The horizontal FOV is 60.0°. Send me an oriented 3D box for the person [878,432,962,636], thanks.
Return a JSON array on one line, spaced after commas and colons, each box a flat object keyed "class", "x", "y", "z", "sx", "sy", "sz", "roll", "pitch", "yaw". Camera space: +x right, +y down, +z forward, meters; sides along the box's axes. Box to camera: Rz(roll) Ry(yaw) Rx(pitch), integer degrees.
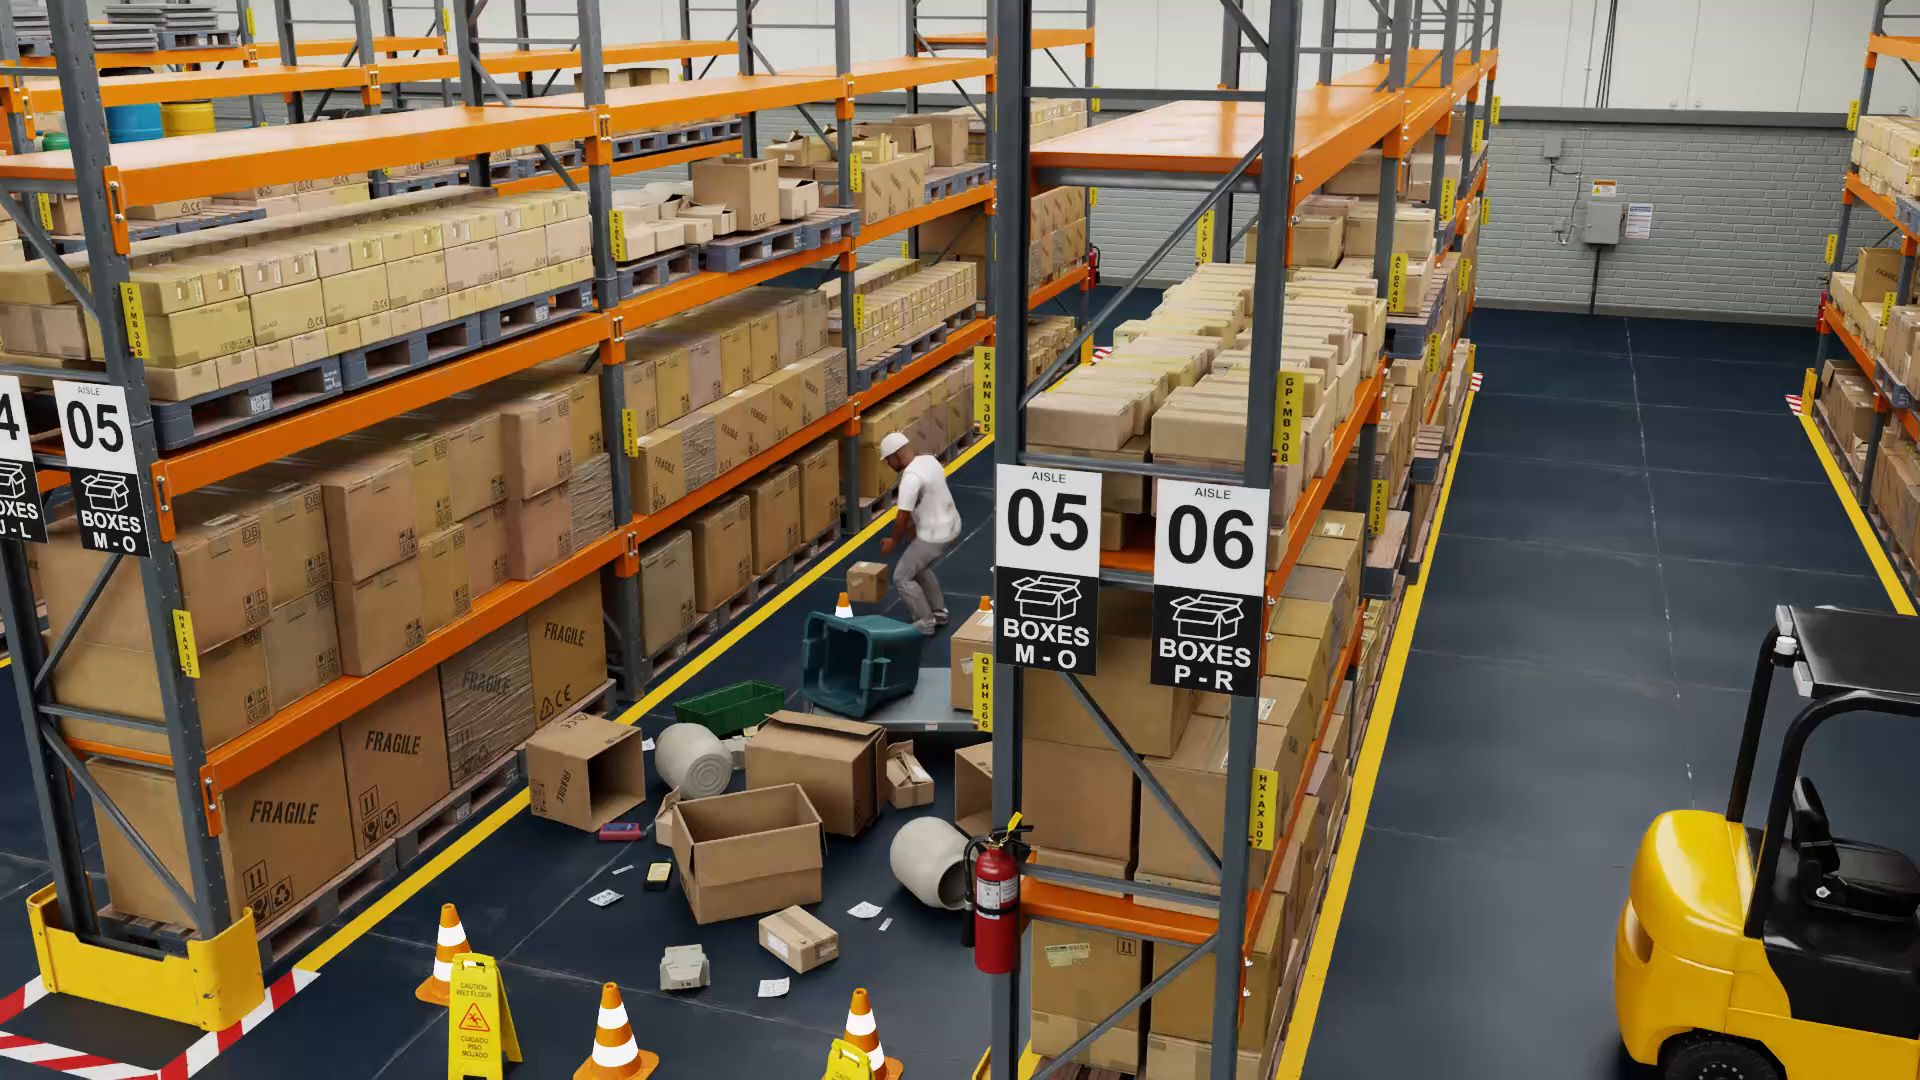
[{"class": "person", "x": -0.324, "y": -0.050, "z": 12.950, "sx": 0.622, "sy": 1.591, "sz": 0.620, "roll": 7, "pitch": 20, "yaw": 19}]
